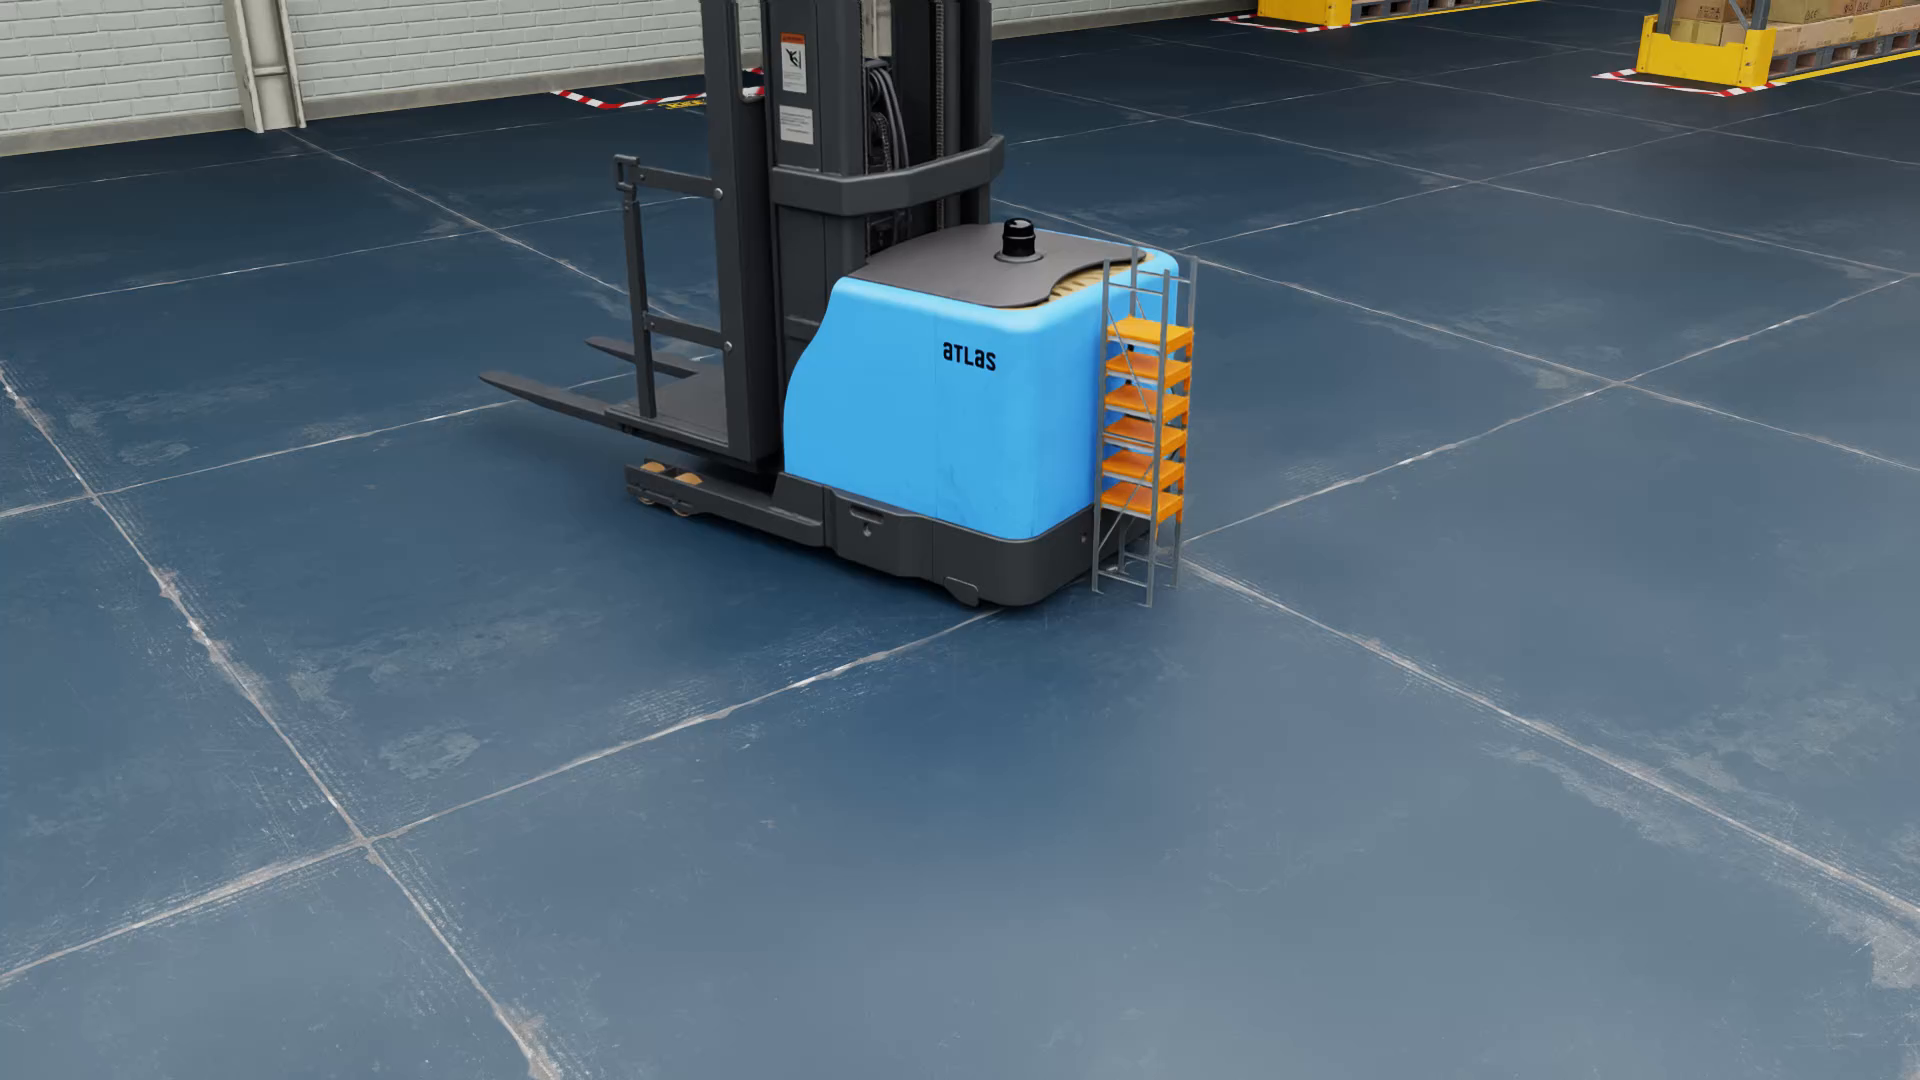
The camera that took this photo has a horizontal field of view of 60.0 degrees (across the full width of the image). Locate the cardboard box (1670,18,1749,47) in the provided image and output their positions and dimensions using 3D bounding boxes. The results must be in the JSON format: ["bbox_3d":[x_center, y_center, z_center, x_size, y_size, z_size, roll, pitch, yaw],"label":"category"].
[{"bbox_3d":[7.196,-4.887,15.984,0.500,0.250,0.500,-18,31,-34],"label":"cardboard box"}]

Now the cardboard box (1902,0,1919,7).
[{"bbox_3d":[9.473,-5.710,16.867,0.500,0.500,0.500,-18,31,-34],"label":"cardboard box"}]

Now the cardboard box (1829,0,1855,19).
[{"bbox_3d":[8.293,-5.320,16.026,0.500,0.500,0.500,-18,31,-34],"label":"cardboard box"}]

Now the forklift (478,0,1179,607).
[{"bbox_3d":[-0.695,-1.580,6.173,3.031,2.935,1.130,17,30,33],"label":"forklift"}]

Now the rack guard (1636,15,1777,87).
[{"bbox_3d":[6.937,-4.566,15.495,0.348,0.500,1.175,-18,31,-34],"label":"rack guard"}]

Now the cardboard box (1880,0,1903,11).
[{"bbox_3d":[9.082,-5.579,16.584,0.500,0.500,0.500,-18,31,-34],"label":"cardboard box"}]

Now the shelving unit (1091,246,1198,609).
[{"bbox_3d":[0.616,-0.367,5.615,0.258,1.200,0.189,17,30,32],"label":"shelving unit"}]

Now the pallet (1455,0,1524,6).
[{"bbox_3d":[6.538,-6.934,20.941,1.213,0.211,1.003,-18,31,-34],"label":"pallet"}]

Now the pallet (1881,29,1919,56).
[{"bbox_3d":[9.452,-5.288,17.393,1.213,0.211,1.003,-18,31,-34],"label":"pallet"}]

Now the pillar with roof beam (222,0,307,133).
[{"bbox_3d":[-2.873,-5.993,8.473,0.400,9.000,9.100,-18,31,-34],"label":"pillar with roof beam"}]

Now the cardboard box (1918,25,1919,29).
[{"bbox_3d":[9.874,-5.496,17.296,0.500,0.250,0.500,-18,31,-34],"label":"cardboard box"}]

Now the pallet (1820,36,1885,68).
[{"bbox_3d":[8.492,-4.969,16.706,1.213,0.211,1.003,-18,31,-34],"label":"pallet"}]

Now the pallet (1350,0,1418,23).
[{"bbox_3d":[4.618,-6.301,19.575,1.213,0.211,1.003,-18,31,-34],"label":"pallet"}]

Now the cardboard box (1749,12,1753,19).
[{"bbox_3d":[7.582,-5.021,16.272,0.500,0.250,0.500,-18,31,-34],"label":"cardboard box"}]

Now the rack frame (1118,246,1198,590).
[{"bbox_3d":[0.668,-0.398,5.683,0.240,1.200,0.006,17,30,32],"label":"rack frame"}]

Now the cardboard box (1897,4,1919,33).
[{"bbox_3d":[9.474,-5.369,17.023,0.500,0.250,0.500,-18,31,-34],"label":"cardboard box"}]

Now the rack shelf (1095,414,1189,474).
[{"bbox_3d":[0.616,-0.326,5.634,0.258,0.103,0.180,17,30,32],"label":"rack shelf"}]

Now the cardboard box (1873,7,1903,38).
[{"bbox_3d":[9.090,-5.234,16.733,0.500,0.250,0.500,-18,31,-34],"label":"cardboard box"}]

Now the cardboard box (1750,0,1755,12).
[{"bbox_3d":[7.973,-5.492,16.398,0.500,0.500,0.500,-18,31,-34],"label":"cardboard box"}]

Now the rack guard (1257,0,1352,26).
[{"bbox_3d":[3.956,-6.232,19.085,0.348,0.500,1.175,-18,31,-34],"label":"rack guard"}]

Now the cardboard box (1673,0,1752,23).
[{"bbox_3d":[7.195,-5.228,15.827,0.500,0.500,0.500,-18,31,-34],"label":"cardboard box"}]

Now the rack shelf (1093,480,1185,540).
[{"bbox_3d":[0.616,-0.109,5.735,0.258,0.103,0.180,17,30,32],"label":"rack shelf"}]

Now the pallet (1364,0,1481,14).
[{"bbox_3d":[5.577,-6.616,20.254,1.213,0.211,1.003,-18,31,-34],"label":"pallet"}]

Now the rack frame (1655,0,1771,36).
[{"bbox_3d":[6.956,-5.706,14.982,0.127,3.000,1.000,-18,31,-34],"label":"rack frame"}]

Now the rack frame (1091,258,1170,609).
[{"bbox_3d":[0.563,-0.335,5.547,0.240,1.200,0.006,17,30,32],"label":"rack frame"}]

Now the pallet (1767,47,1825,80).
[{"bbox_3d":[7.532,-4.654,16.027,1.213,0.211,1.003,-18,31,-34],"label":"pallet"}]

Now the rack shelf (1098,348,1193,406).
[{"bbox_3d":[0.616,-0.544,5.533,0.258,0.103,0.180,17,30,32],"label":"rack shelf"}]

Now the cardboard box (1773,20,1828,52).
[{"bbox_3d":[7.907,-4.846,15.896,0.500,0.250,0.500,-18,31,-34],"label":"cardboard box"}]

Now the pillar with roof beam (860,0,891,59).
[{"bbox_3d":[1.849,-7.551,11.831,0.400,9.000,9.100,-18,31,-34],"label":"pillar with roof beam"}]

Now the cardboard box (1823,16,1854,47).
[{"bbox_3d":[8.300,-4.976,16.176,0.500,0.250,0.500,-18,31,-34],"label":"cardboard box"}]

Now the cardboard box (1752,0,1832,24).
[{"bbox_3d":[7.908,-5.186,15.737,0.500,0.500,0.500,-18,31,-34],"label":"cardboard box"}]

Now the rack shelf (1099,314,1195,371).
[{"bbox_3d":[0.616,-0.653,5.482,0.258,0.103,0.180,17,30,32],"label":"rack shelf"}]

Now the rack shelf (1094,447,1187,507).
[{"bbox_3d":[0.616,-0.218,5.684,0.258,0.103,0.180,17,30,32],"label":"rack shelf"}]

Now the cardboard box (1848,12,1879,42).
[{"bbox_3d":[8.697,-5.104,16.452,0.500,0.250,0.500,-18,31,-34],"label":"cardboard box"}]

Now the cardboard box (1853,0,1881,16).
[{"bbox_3d":[8.698,-5.444,16.294,0.500,0.500,0.500,-18,31,-34],"label":"cardboard box"}]

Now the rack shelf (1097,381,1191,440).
[{"bbox_3d":[0.616,-0.435,5.583,0.258,0.103,0.180,17,30,32],"label":"rack shelf"}]

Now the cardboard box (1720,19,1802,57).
[{"bbox_3d":[7.516,-4.715,15.614,0.500,0.250,0.500,-18,31,-34],"label":"cardboard box"}]
